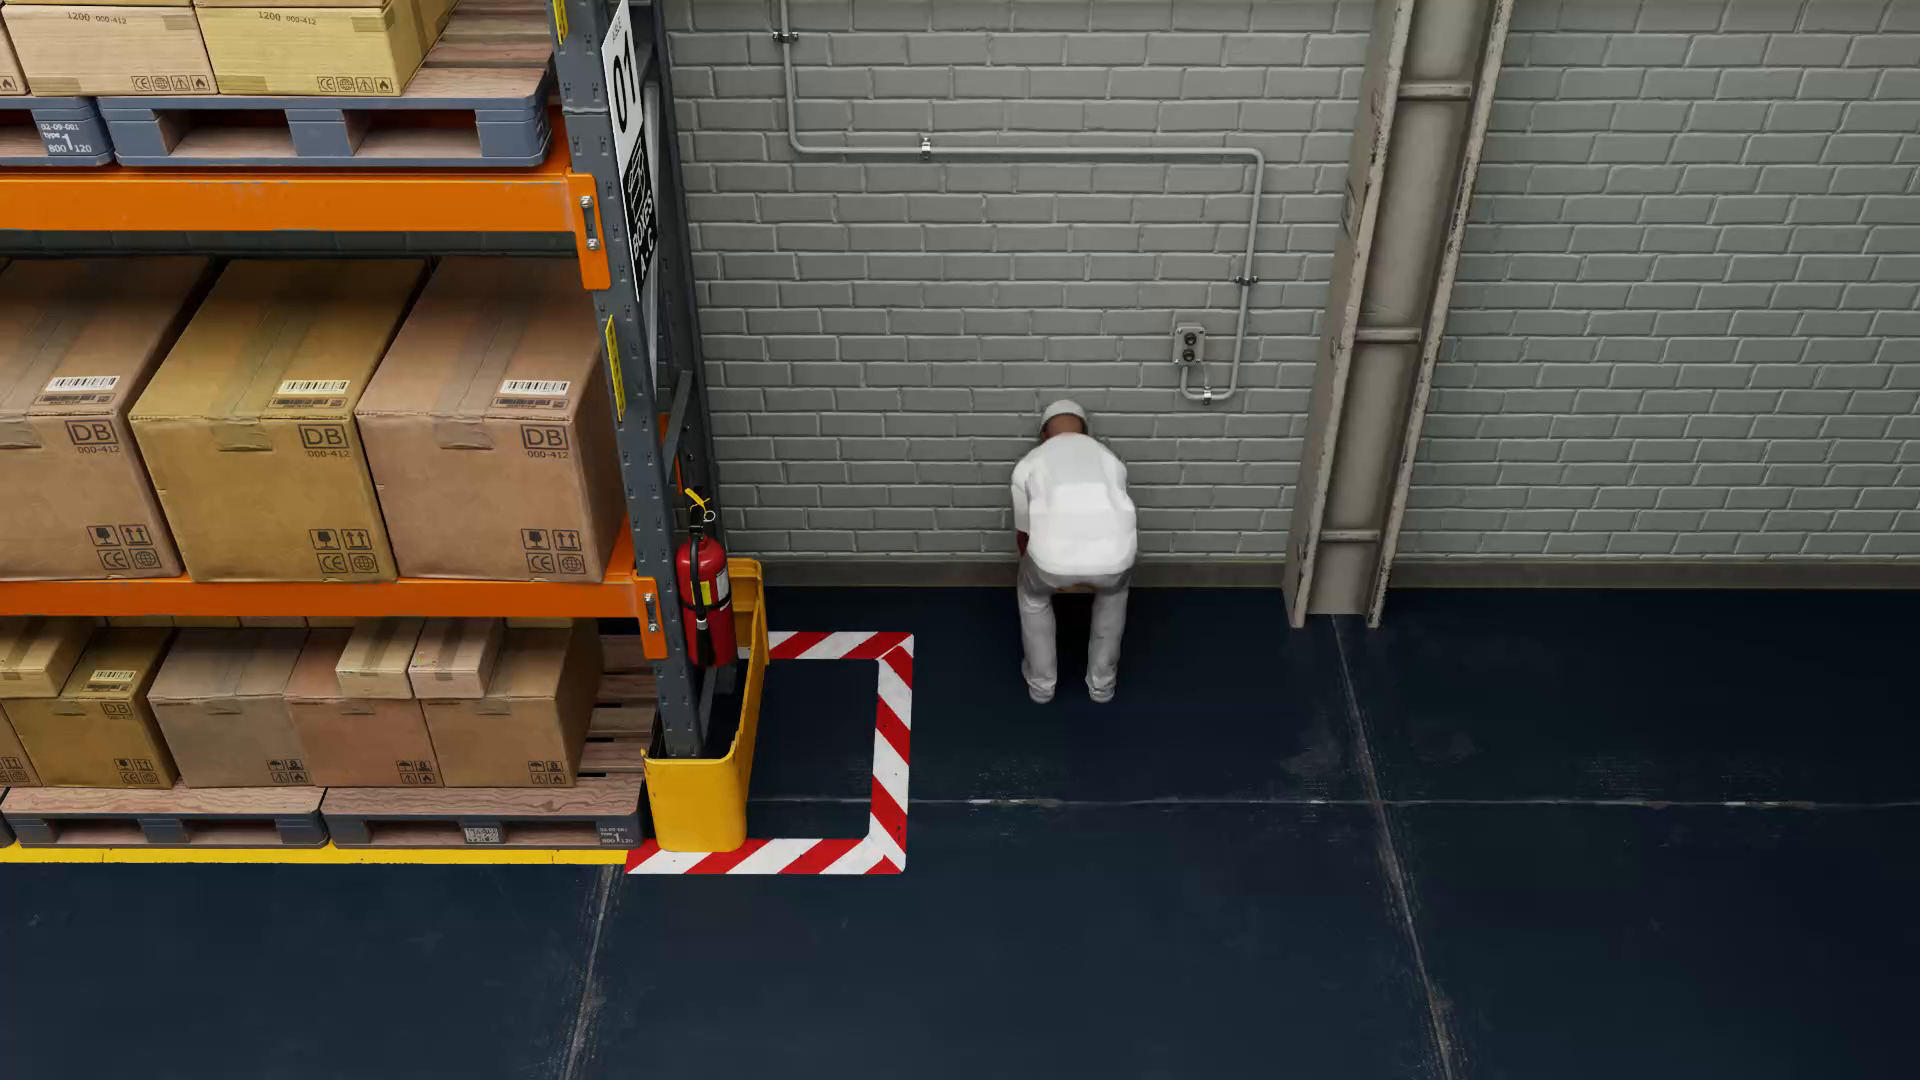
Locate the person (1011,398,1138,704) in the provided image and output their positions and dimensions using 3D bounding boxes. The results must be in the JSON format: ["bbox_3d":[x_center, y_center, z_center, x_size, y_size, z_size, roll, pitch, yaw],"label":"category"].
[{"bbox_3d":[0.456,0.052,6.972,0.488,1.076,0.982,-1,39,-2],"label":"person"}]
